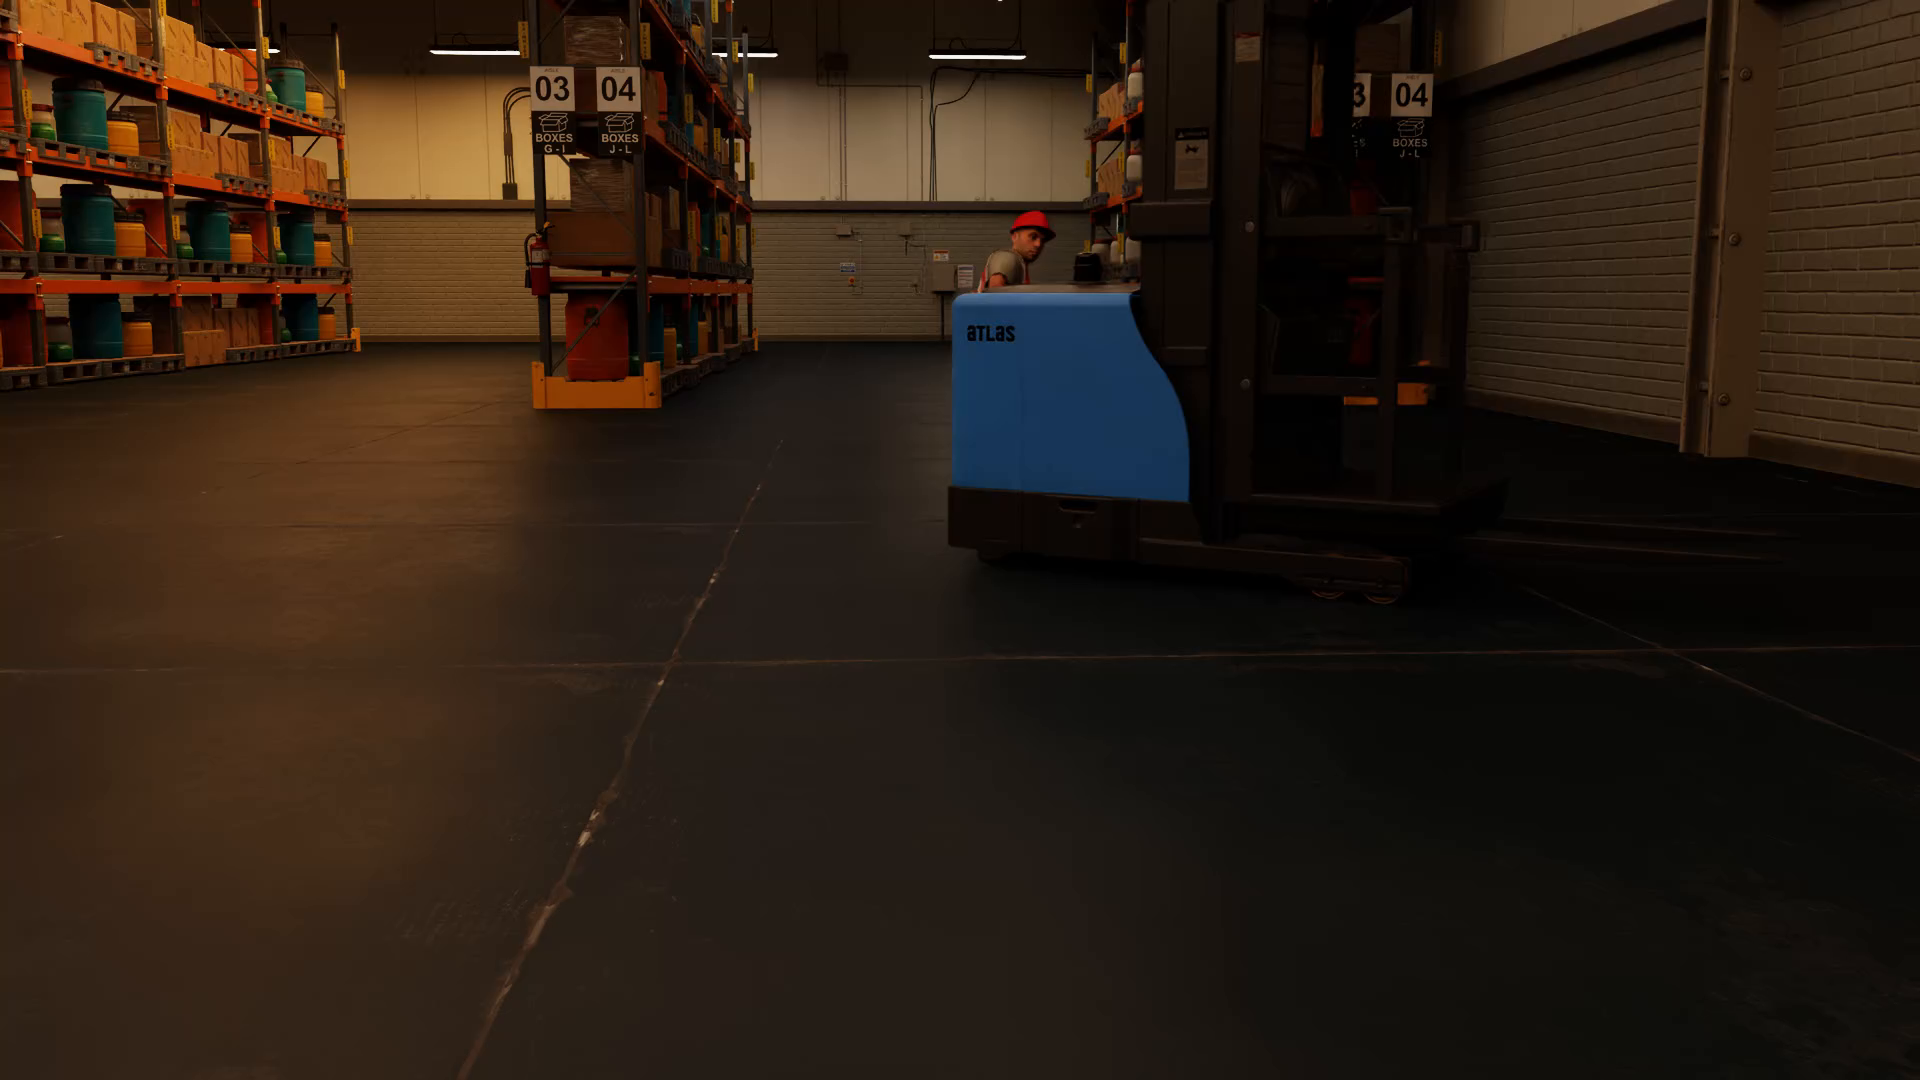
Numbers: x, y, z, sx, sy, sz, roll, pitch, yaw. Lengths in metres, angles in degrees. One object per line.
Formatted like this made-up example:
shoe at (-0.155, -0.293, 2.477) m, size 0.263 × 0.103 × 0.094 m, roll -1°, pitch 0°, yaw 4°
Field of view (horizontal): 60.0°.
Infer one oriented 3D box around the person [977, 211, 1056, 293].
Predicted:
person at (0.337, -0.961, 8.790) m, size 0.678 × 1.539 × 0.833 m, roll -2°, pitch 9°, yaw -11°

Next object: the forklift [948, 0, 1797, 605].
forklift at (1.489, -1.313, 6.175) m, size 3.031 × 2.935 × 1.130 m, roll 5°, pitch 10°, yaw 29°
